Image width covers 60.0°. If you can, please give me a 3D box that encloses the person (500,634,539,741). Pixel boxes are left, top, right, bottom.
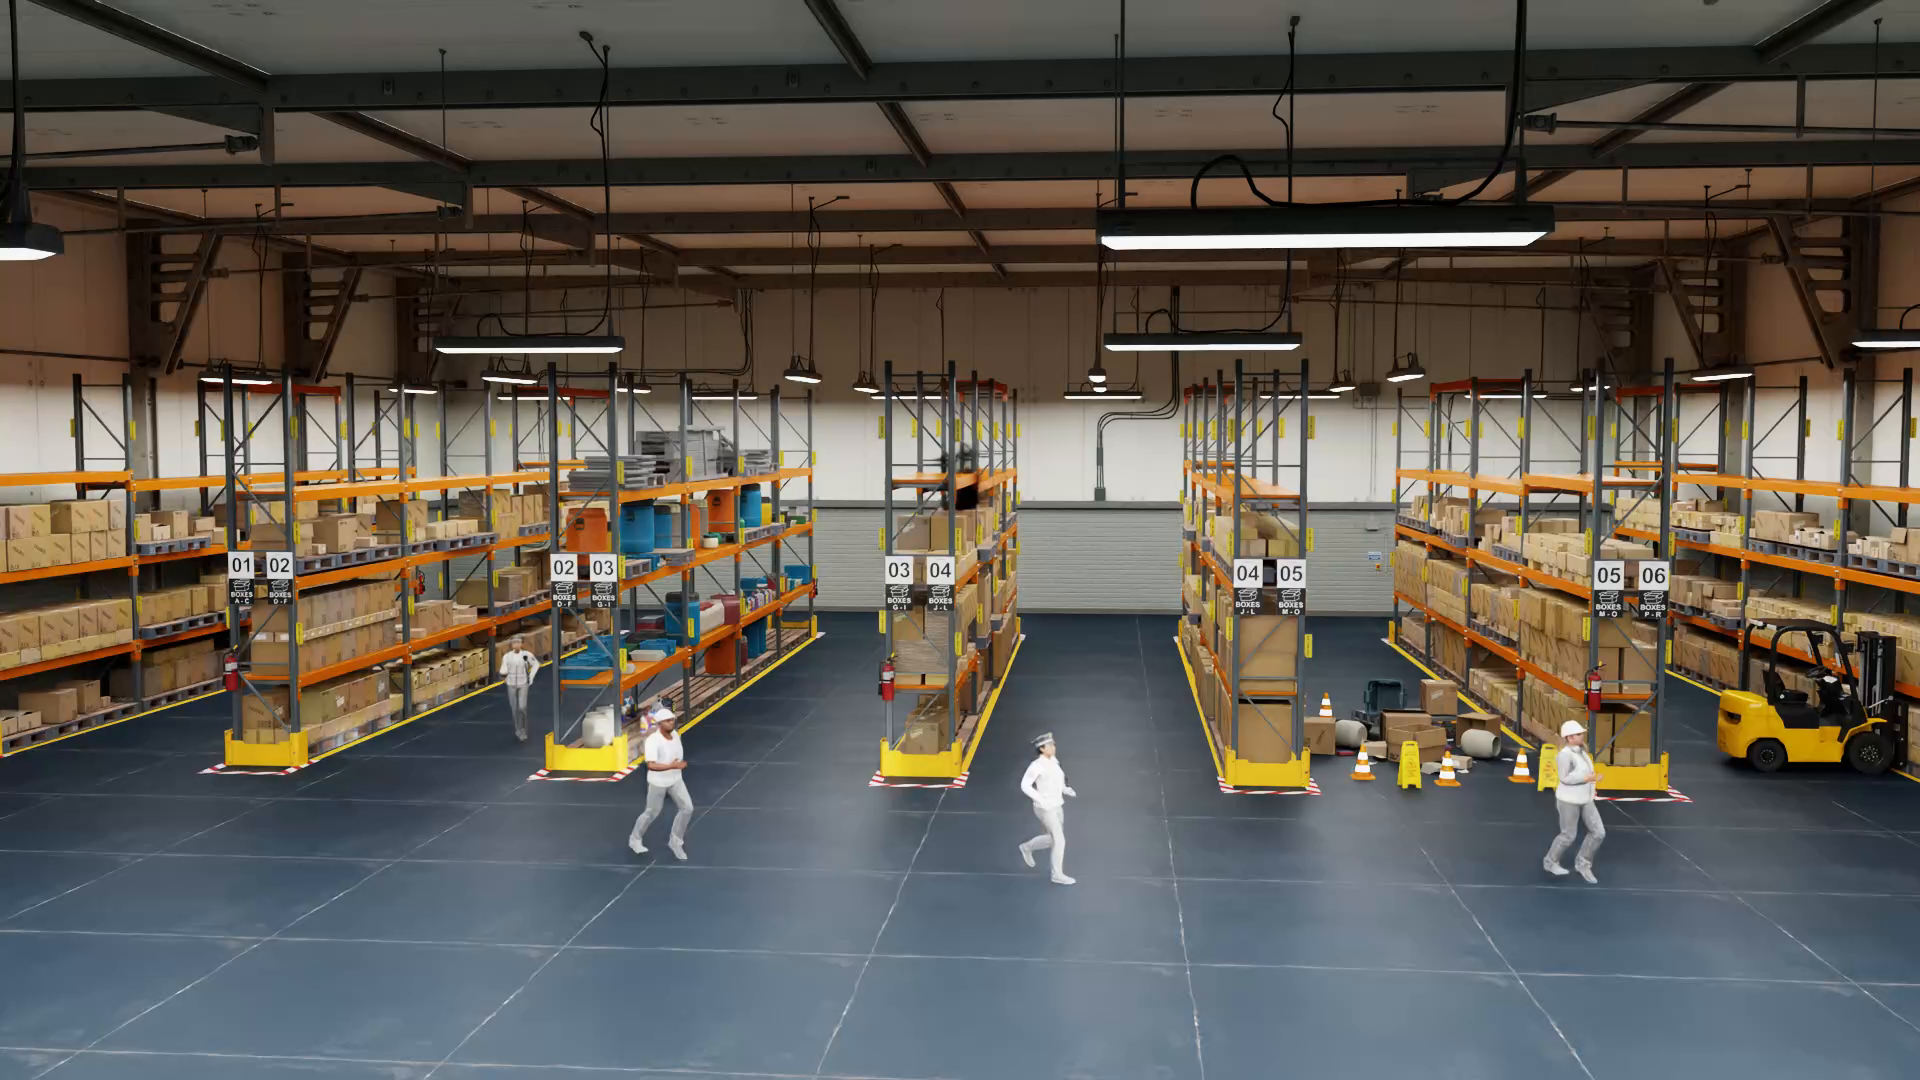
[{"bbox_3d":[-7.151,2.388,26.946,0.592,1.734,0.684,0,4,-4],"label":"person"}]

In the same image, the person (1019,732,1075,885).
[{"bbox_3d":[0.963,2.955,18.458,0.726,1.660,0.625,3,5,34],"label":"person"}]

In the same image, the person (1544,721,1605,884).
[{"bbox_3d":[6.837,2.910,18.428,0.637,1.814,0.711,-3,5,-39],"label":"person"}]

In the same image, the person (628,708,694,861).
[{"bbox_3d":[-3.450,2.847,19.418,0.889,1.798,0.710,3,5,34],"label":"person"}]
